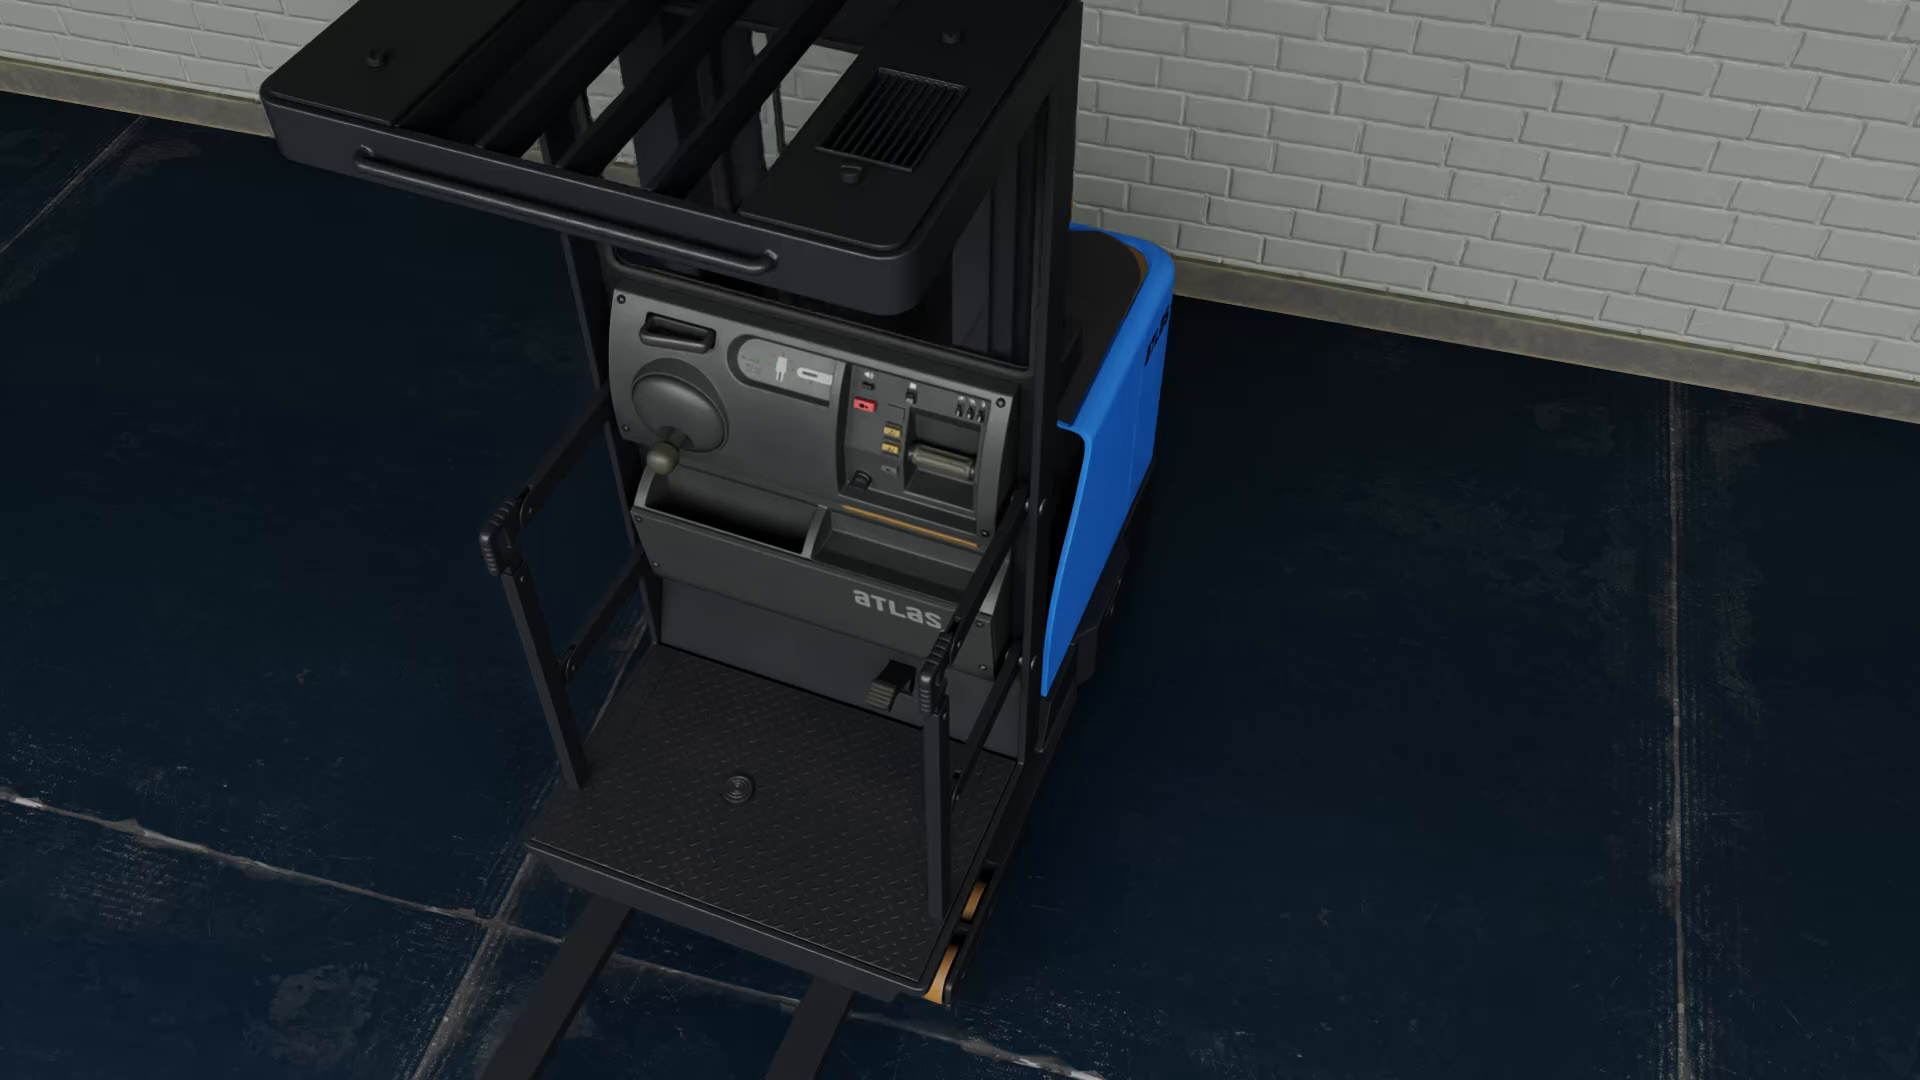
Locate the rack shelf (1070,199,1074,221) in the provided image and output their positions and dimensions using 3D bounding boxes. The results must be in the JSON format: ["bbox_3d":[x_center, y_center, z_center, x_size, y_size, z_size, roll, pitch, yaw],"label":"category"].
[{"bbox_3d":[0.179,-0.930,4.849,0.258,0.103,0.180,17,51,14],"label":"rack shelf"}]

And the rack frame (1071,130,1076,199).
[{"bbox_3d":[0.213,-0.785,5.142,0.240,1.200,0.006,17,51,14],"label":"rack frame"}]

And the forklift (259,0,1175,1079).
[{"bbox_3d":[-0.411,-0.167,3.442,1.130,2.935,3.031,17,51,14],"label":"forklift"}]

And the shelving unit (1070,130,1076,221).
[{"bbox_3d":[0.179,-0.721,5.086,0.258,1.200,0.189,17,51,14],"label":"shelving unit"}]
